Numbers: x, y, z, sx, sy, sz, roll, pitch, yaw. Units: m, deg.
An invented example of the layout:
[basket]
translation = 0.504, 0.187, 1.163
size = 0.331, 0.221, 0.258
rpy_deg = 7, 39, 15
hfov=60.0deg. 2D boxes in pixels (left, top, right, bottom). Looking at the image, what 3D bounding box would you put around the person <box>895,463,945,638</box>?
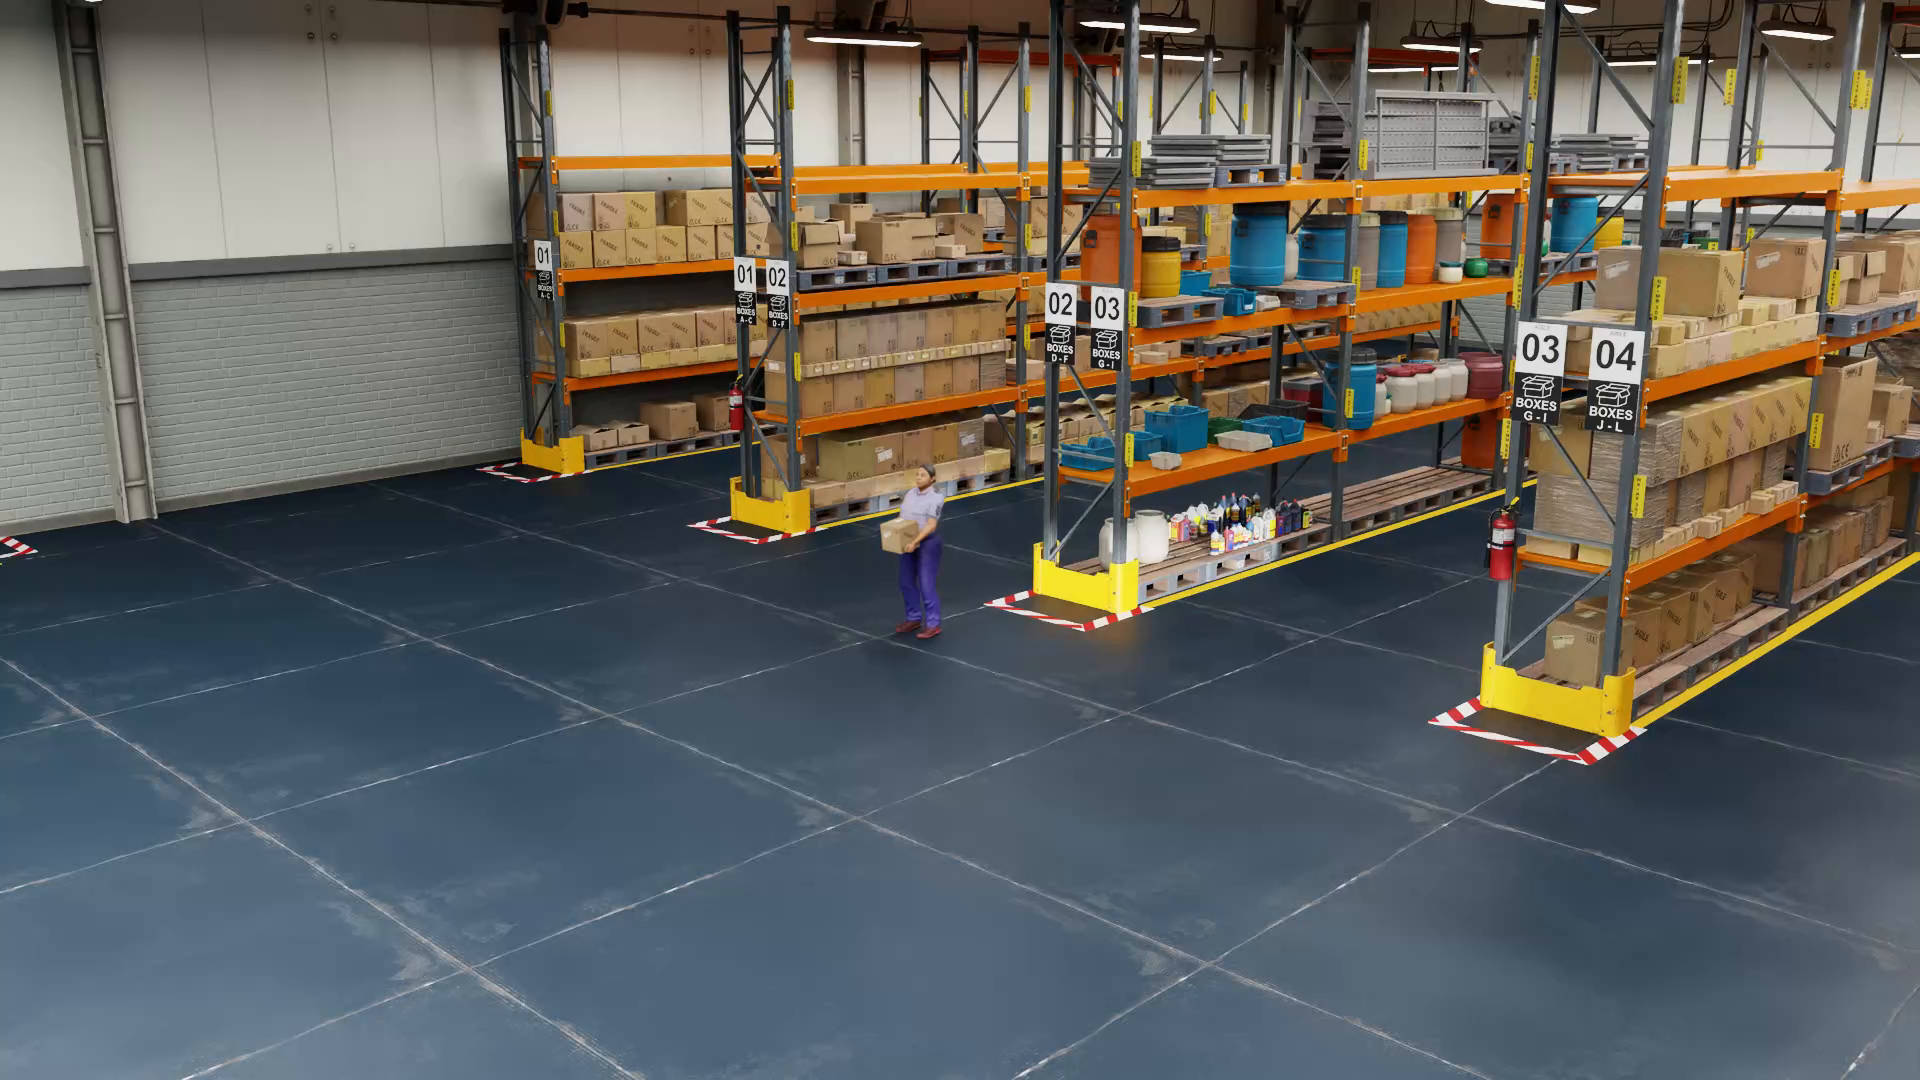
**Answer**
[person]
translation = -0.422, 0.103, 15.647
size = 0.452, 1.627, 0.516
rpy_deg = 13, 19, 43
